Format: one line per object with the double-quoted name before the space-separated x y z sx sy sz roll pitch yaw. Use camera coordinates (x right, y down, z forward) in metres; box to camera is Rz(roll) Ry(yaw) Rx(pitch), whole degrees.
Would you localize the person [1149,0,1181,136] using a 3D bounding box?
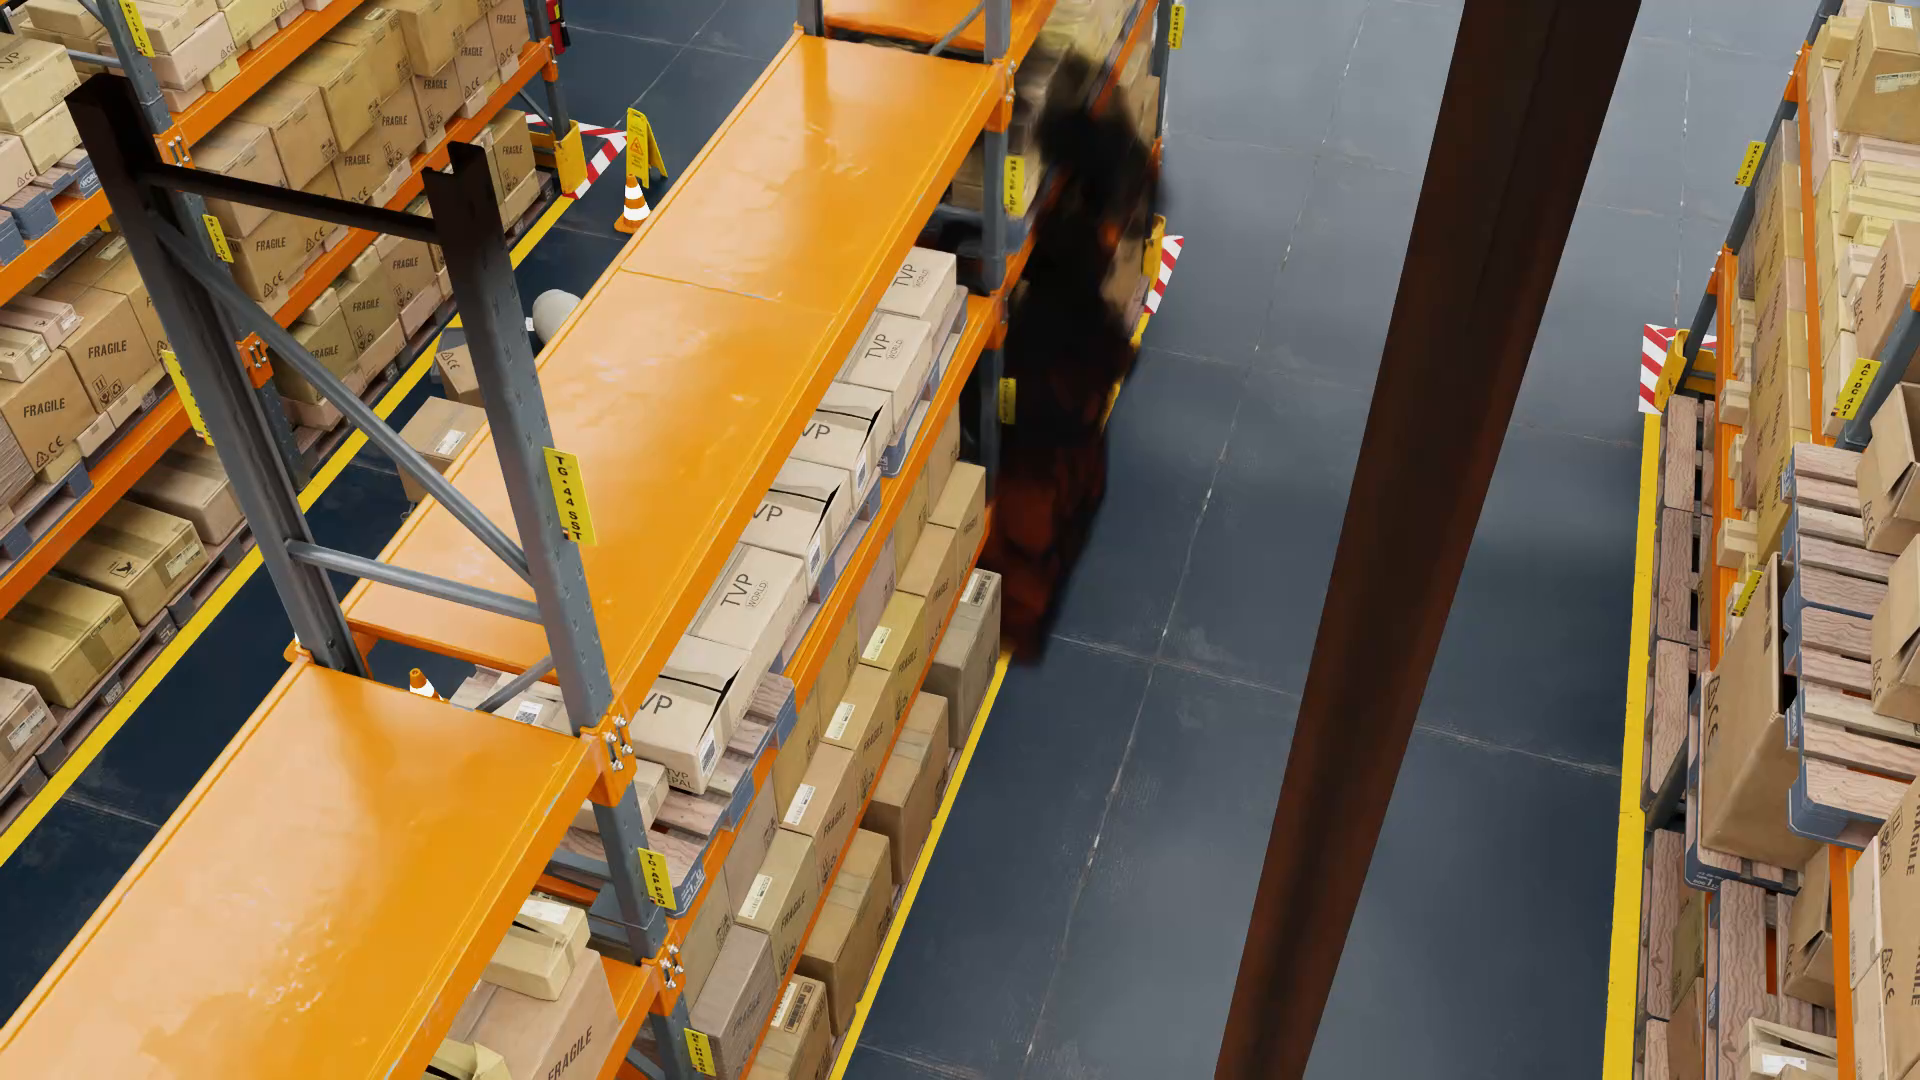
"person" 1.578 -4.226 14.112 0.627 1.759 0.719 -16 48 -15
